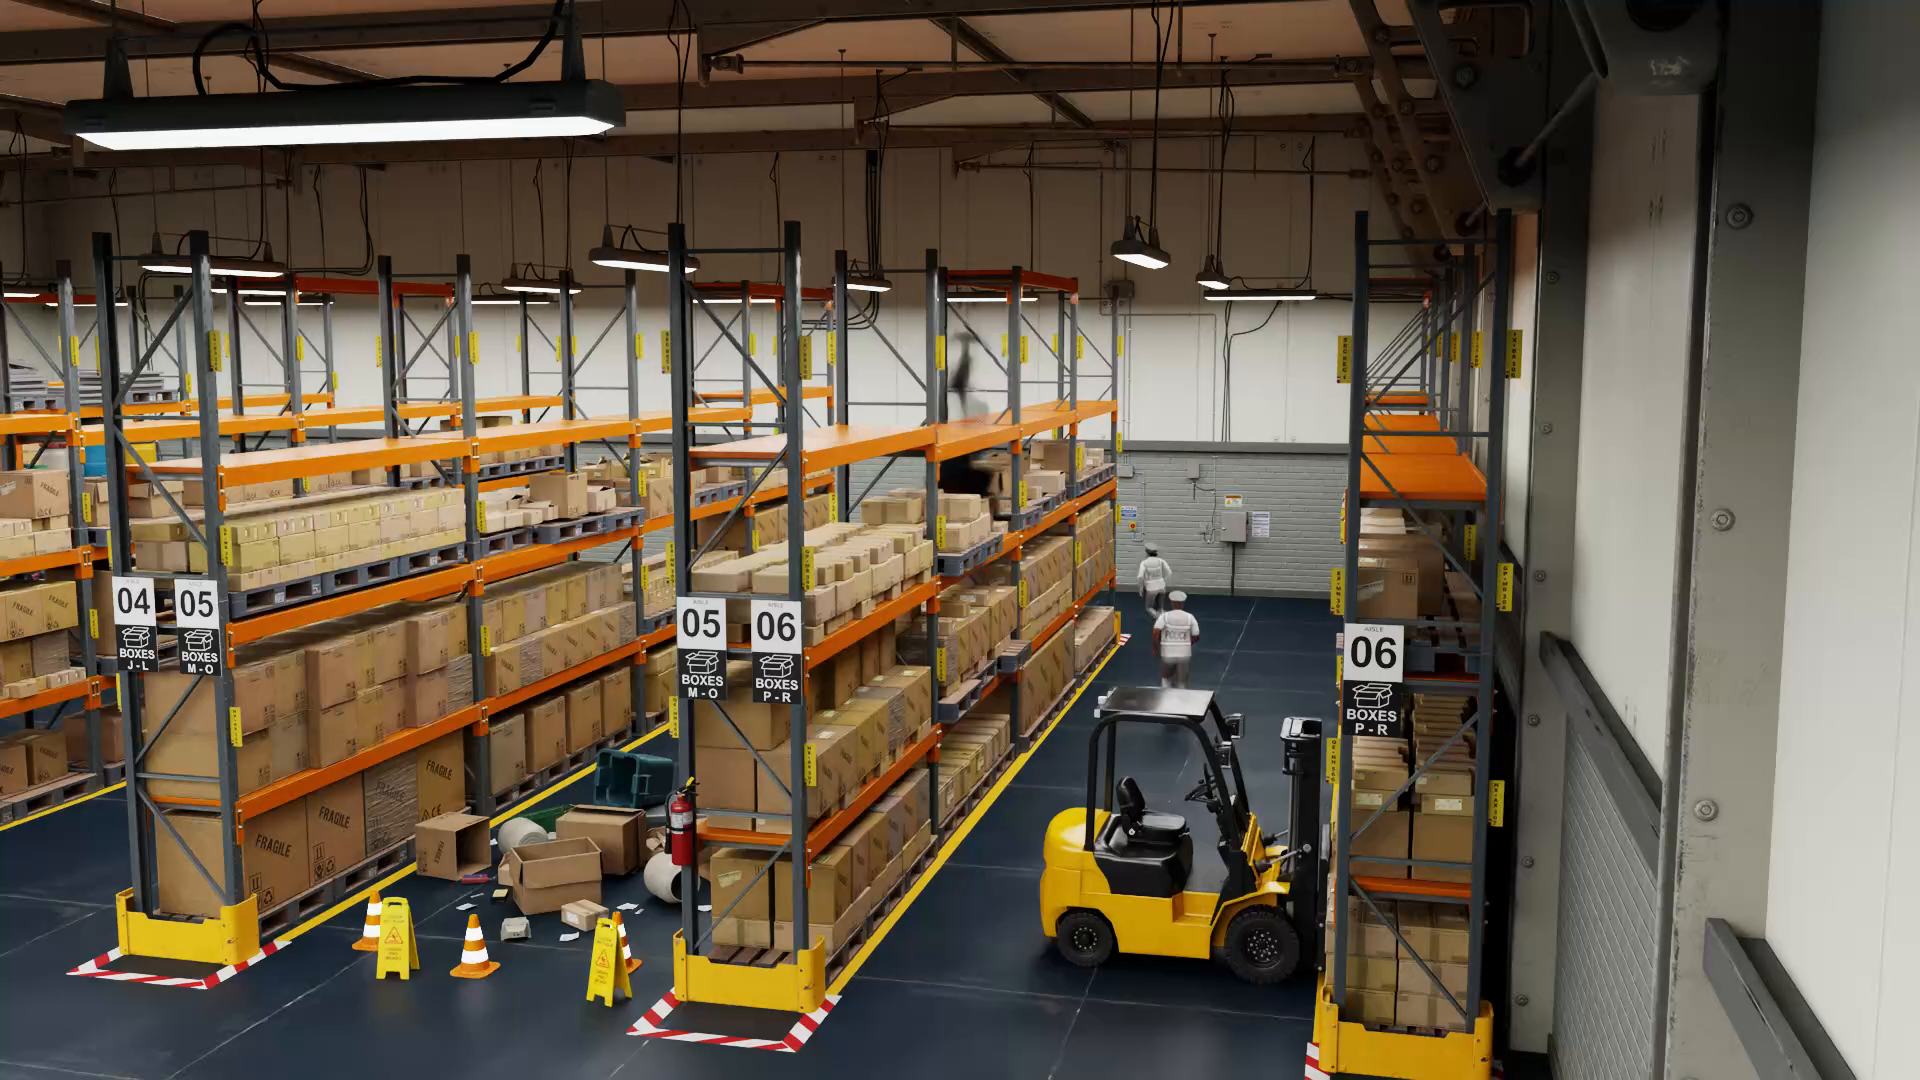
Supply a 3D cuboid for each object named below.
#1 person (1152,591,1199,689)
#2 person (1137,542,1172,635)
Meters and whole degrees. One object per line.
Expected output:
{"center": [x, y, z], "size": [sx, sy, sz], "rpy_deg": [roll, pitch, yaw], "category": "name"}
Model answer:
{"center": [2.923, 1.550, 22.628], "size": [0.646, 1.729, 0.671], "rpy_deg": [1, 7, 5], "category": "person"}
{"center": [3.351, 0.865, 28.768], "size": [0.664, 1.633, 0.511], "rpy_deg": [-2, 7, -16], "category": "person"}
